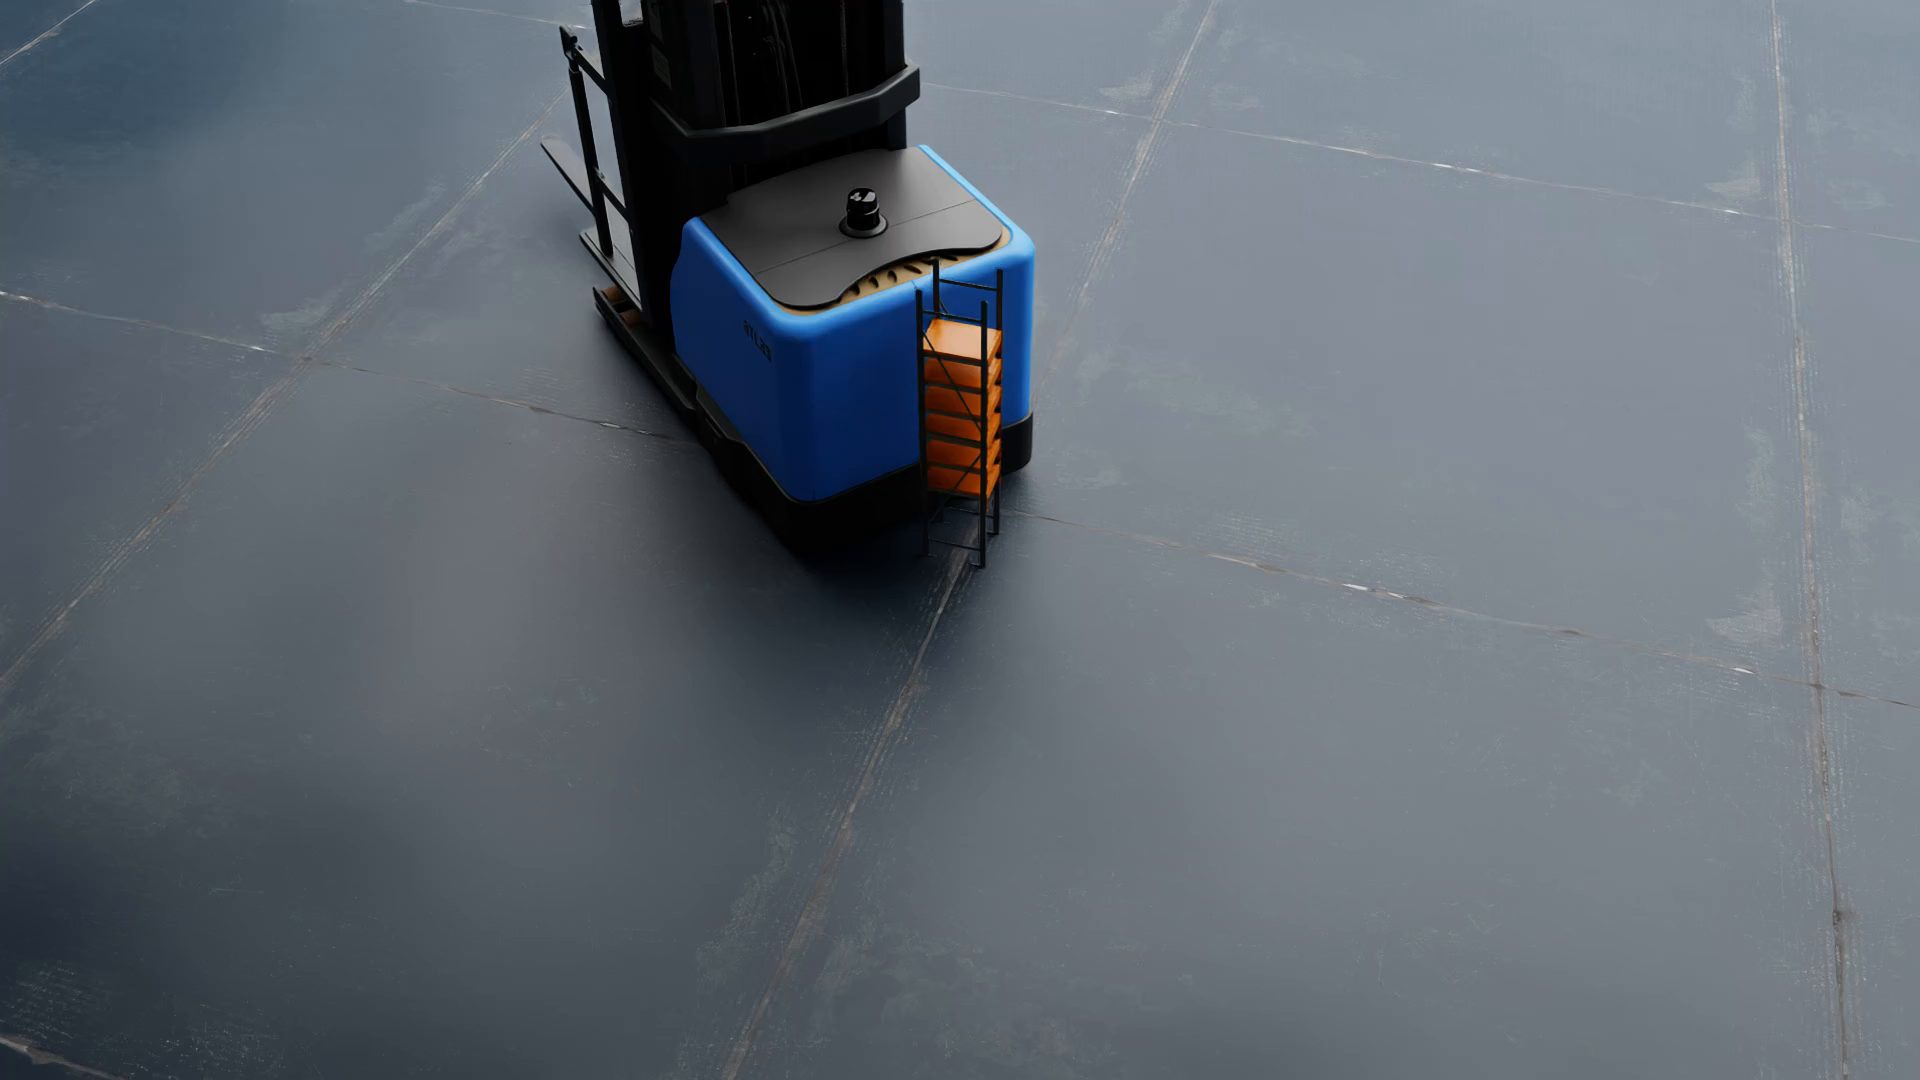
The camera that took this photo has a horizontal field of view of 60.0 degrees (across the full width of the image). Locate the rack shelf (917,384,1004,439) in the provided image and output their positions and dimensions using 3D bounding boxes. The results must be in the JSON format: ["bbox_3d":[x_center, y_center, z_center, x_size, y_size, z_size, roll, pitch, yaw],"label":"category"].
[{"bbox_3d":[0.002,-0.468,5.760,0.258,0.103,0.180,12,45,12],"label":"rack shelf"}]

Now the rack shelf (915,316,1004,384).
[{"bbox_3d":[0.001,-0.640,5.593,0.258,0.103,0.180,12,45,12],"label":"rack shelf"}]

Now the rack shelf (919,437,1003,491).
[{"bbox_3d":[0.003,-0.295,5.927,0.258,0.103,0.180,12,45,12],"label":"rack shelf"}]

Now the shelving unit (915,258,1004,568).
[{"bbox_3d":[0.002,-0.413,5.813,0.258,1.200,0.189,12,45,12],"label":"shelving unit"}]

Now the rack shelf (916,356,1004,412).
[{"bbox_3d":[0.001,-0.554,5.677,0.258,0.103,0.180,12,45,12],"label":"rack shelf"}]

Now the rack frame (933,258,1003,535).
[{"bbox_3d":[0.029,-0.474,5.876,0.240,1.200,0.006,12,45,12],"label":"rack frame"}]

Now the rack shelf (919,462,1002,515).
[{"bbox_3d":[0.004,-0.209,6.011,0.258,0.103,0.180,12,45,12],"label":"rack shelf"}]

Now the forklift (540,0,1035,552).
[{"bbox_3d":[-0.917,-2.019,6.217,1.130,2.935,3.031,-23,49,-22],"label":"forklift"}]

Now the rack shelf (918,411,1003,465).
[{"bbox_3d":[0.003,-0.382,5.844,0.258,0.103,0.180,12,45,12],"label":"rack shelf"}]

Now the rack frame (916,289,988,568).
[{"bbox_3d":[-0.024,-0.352,5.750,0.240,1.200,0.006,12,45,12],"label":"rack frame"}]
